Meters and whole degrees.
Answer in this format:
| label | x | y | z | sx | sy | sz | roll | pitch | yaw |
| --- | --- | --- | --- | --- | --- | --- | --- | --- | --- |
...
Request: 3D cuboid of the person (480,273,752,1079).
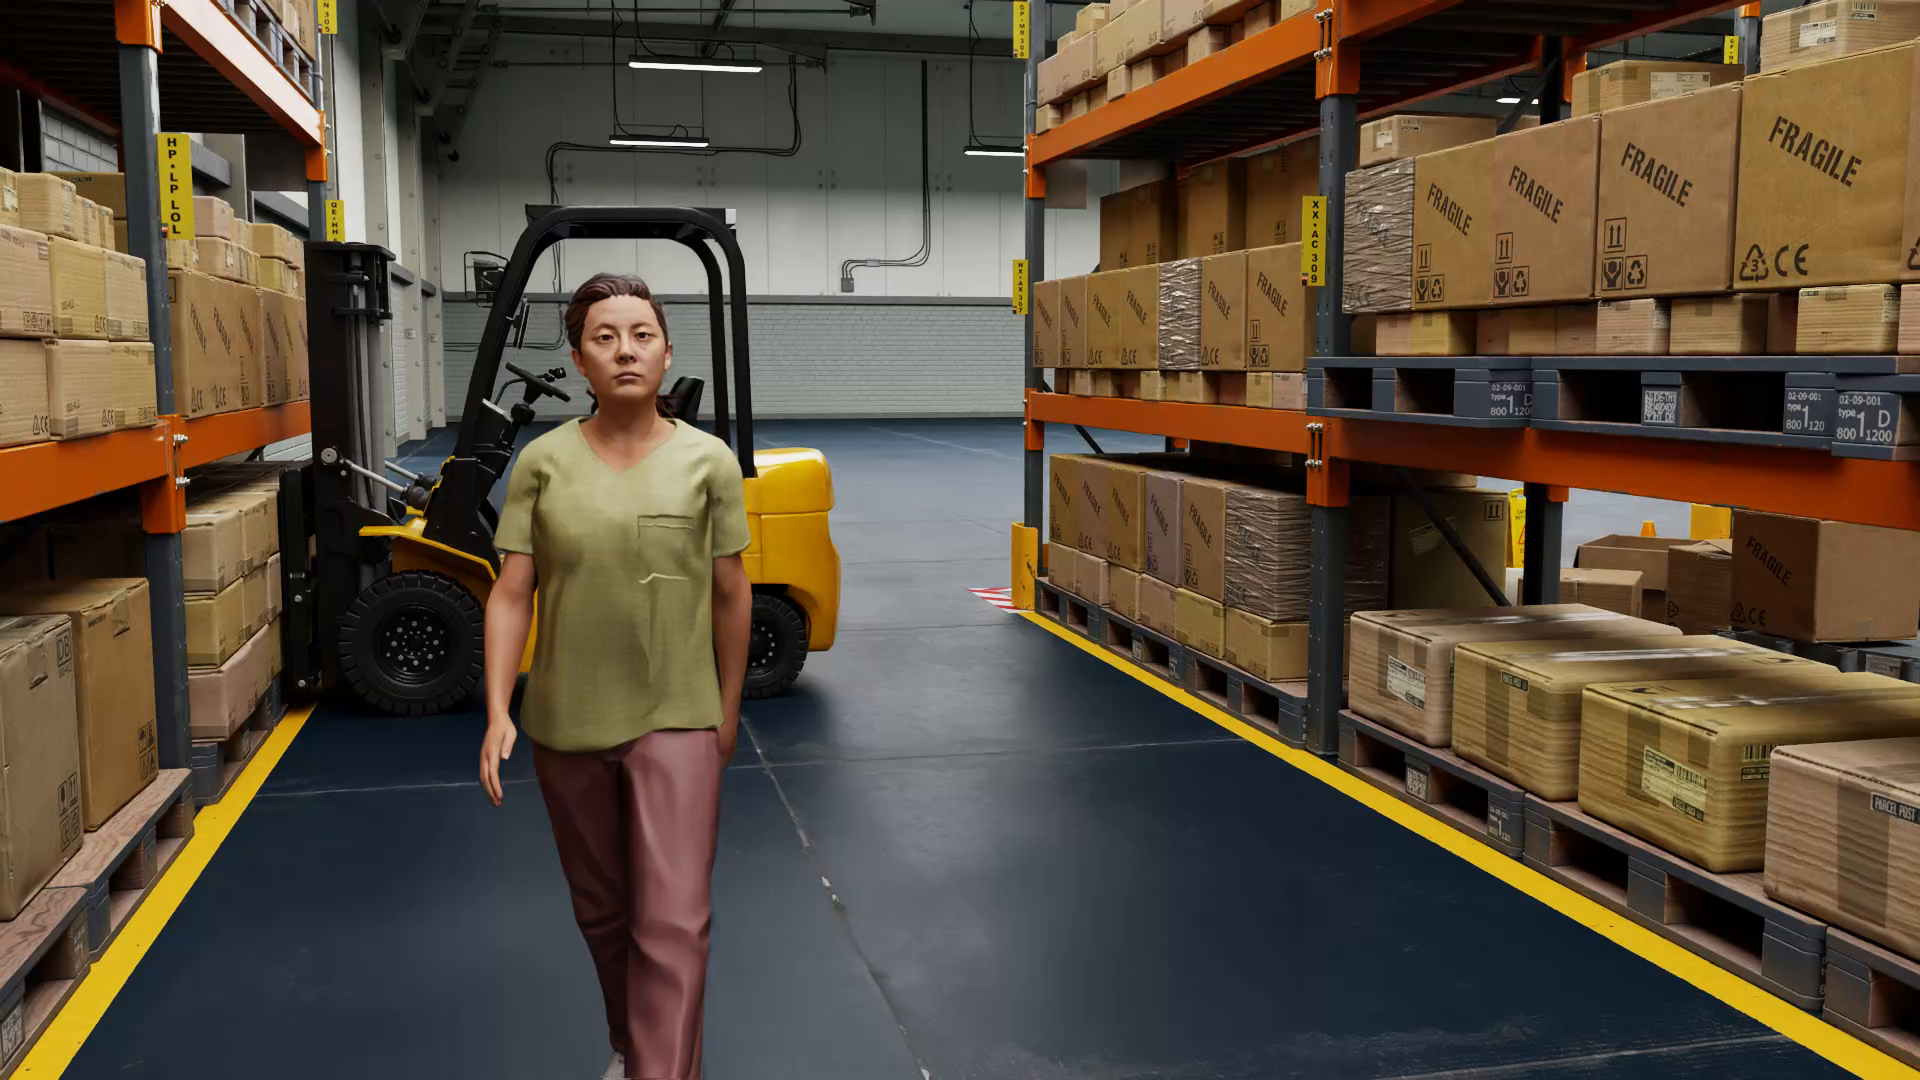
| label | x | y | z | sx | sy | sz | roll | pitch | yaw |
| --- | --- | --- | --- | --- | --- | --- | --- | --- | --- |
| person | -0.610 | 0.355 | 2.941 | 0.455 | 1.583 | 0.997 | 0 | 6 | -1 |
